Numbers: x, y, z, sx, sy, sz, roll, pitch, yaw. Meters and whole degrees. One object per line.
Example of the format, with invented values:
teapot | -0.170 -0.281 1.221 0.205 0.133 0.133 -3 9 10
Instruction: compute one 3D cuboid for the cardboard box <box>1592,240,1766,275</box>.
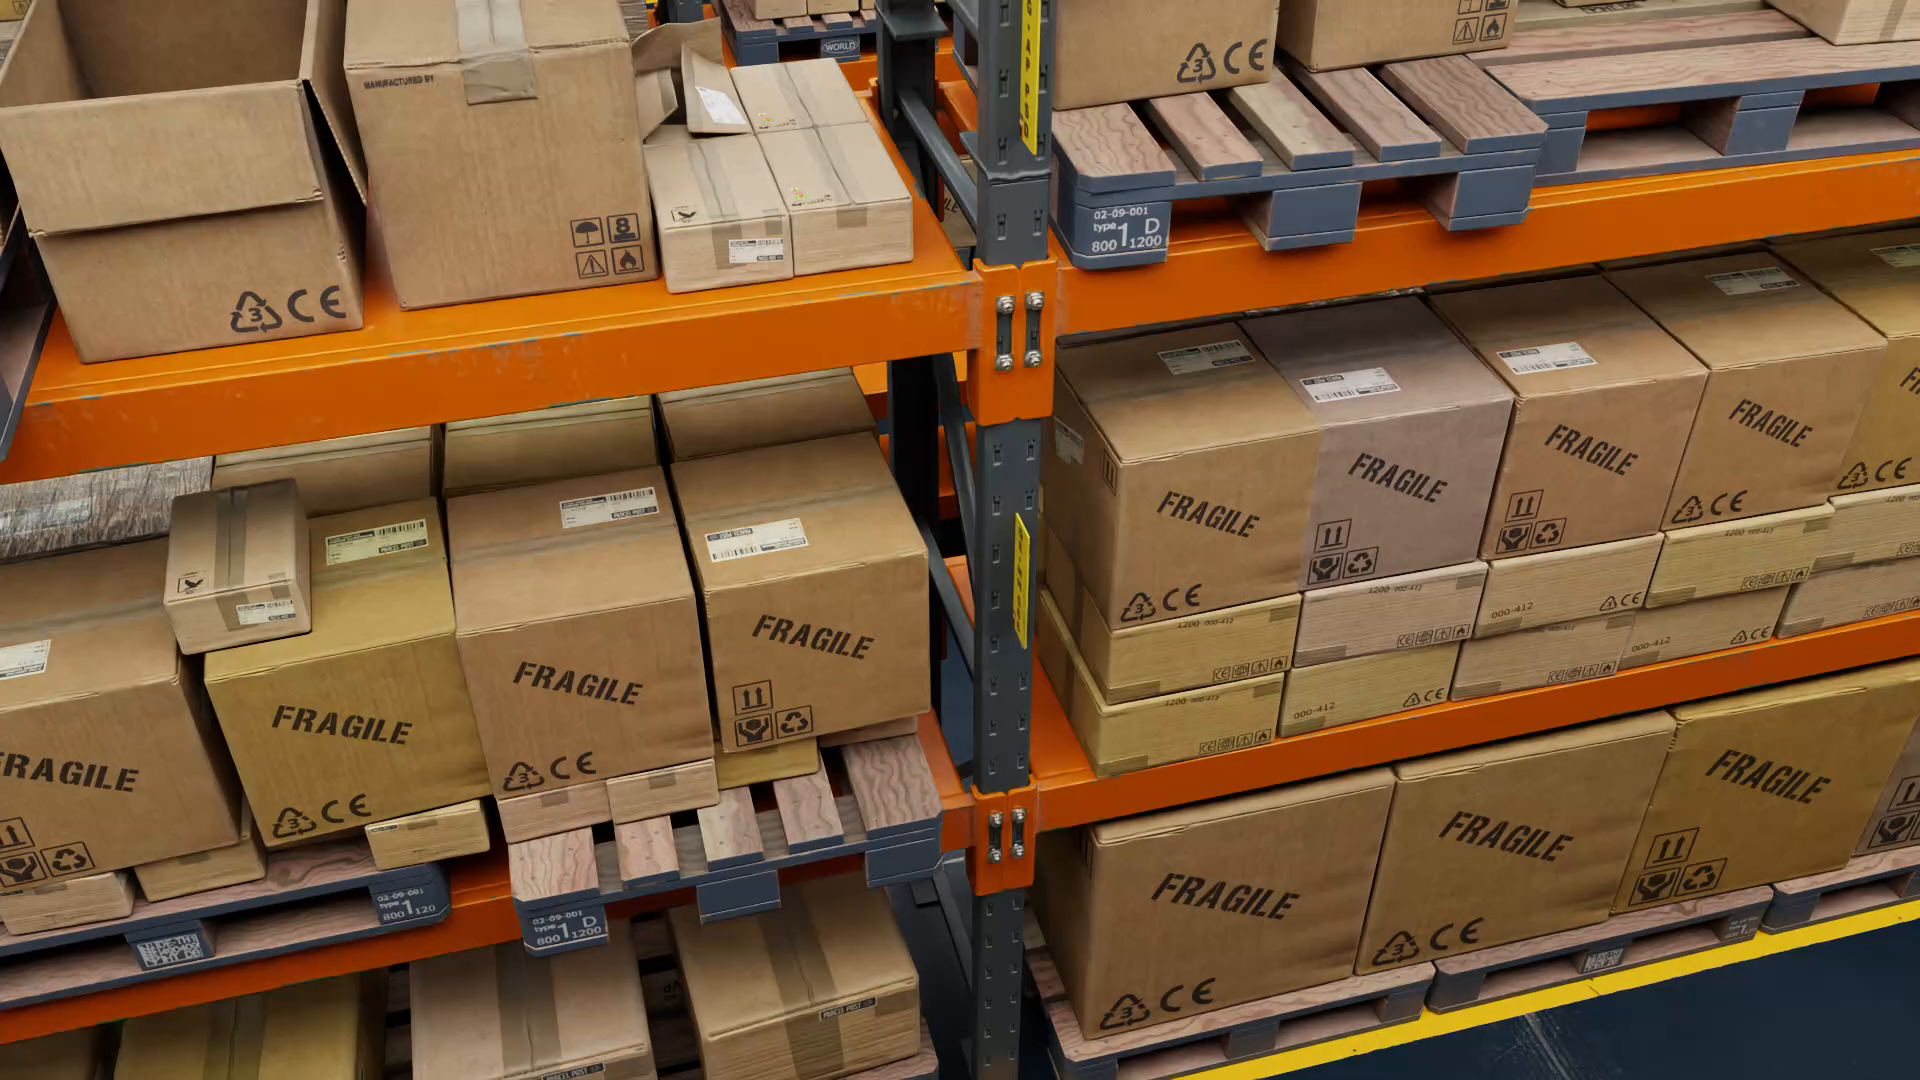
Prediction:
cardboard box | 1.883 -0.703 4.795 0.500 0.500 0.500 -10 39 -13

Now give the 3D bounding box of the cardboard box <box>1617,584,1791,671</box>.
cardboard box | 2.000 0.084 4.795 0.500 0.250 0.500 -9 38 -12

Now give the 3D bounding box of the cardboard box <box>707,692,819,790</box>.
cardboard box | -0.508 0.414 4.101 0.250 0.149 0.380 -9 38 -11

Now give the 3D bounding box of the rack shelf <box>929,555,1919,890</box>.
rack shelf | 1.918 0.175 5.145 4.000 0.370 1.077 -9 38 -12

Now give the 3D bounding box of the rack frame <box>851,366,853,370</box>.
rack frame | -0.484 -0.367 6.804 0.032 1.125 0.500 -9 38 -12

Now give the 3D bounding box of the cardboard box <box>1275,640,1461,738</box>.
cardboard box | 1.016 0.244 4.586 0.500 0.250 0.500 -10 39 -13

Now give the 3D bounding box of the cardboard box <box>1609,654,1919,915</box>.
cardboard box | 2.401 0.542 5.475 0.875 0.875 0.875 -8 38 -11

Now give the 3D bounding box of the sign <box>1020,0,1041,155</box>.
sign | 0.126 -0.872 3.027 0.005 0.325 0.100 -9 38 -12

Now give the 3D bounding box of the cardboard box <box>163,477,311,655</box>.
cardboard box | -1.519 0.048 3.511 0.250 0.149 0.380 -11 39 -14

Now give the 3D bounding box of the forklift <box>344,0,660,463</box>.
forklift | -2.450 -0.913 6.031 3.031 2.935 1.130 -6 38 -8

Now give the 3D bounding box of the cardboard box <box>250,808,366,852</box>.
cardboard box | -1.522 0.533 3.946 0.250 0.149 0.380 -9 38 -12

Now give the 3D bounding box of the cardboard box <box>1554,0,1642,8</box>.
cardboard box | 1.613 -1.641 4.030 0.500 0.500 0.500 -9 38 -12

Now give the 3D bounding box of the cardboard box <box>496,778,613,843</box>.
cardboard box | -0.985 0.515 3.969 0.250 0.149 0.380 -11 39 -14

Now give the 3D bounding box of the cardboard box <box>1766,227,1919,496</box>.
cardboard box | 2.491 -0.491 4.518 0.500 0.500 0.500 -8 38 -11

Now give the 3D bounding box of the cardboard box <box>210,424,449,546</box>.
cardboard box | -1.520 -0.008 4.119 0.500 0.500 0.500 -9 38 -11

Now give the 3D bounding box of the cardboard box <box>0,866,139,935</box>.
cardboard box | -1.993 0.680 3.753 0.250 0.149 0.380 -8 38 -10

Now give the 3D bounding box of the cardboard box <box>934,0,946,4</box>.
cardboard box | -0.137 -2.830 8.342 0.250 0.149 0.380 -8 38 -10

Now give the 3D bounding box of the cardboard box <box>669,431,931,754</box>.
cardboard box | -0.379 0.116 3.956 0.500 0.500 0.500 -10 39 -13

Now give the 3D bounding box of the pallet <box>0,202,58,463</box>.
pallet | -2.251 -0.479 3.093 1.003 0.211 1.213 -9 38 -12

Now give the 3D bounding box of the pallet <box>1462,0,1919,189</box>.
pallet | 1.674 -1.222 4.066 1.213 0.211 1.003 -8 38 -10

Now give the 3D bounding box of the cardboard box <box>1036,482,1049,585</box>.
cardboard box | 0.388 -0.159 4.701 0.500 0.250 0.500 -9 38 -12

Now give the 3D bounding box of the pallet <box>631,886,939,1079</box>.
pallet | -0.768 1.436 5.198 1.213 0.211 1.003 -9 38 -12

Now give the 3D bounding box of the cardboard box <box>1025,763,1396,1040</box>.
cardboard box | 0.675 0.822 5.109 0.875 0.875 0.875 -10 38 -12

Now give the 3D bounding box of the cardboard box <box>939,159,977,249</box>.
cardboard box | -0.167 -1.900 8.976 0.500 0.500 0.500 -9 38 -11

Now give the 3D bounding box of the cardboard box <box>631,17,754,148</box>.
cardboard box | -0.608 -0.941 3.654 0.258 0.266 0.396 -9 38 -12

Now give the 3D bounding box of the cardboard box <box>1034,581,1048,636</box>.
cardboard box | 0.407 0.033 4.861 0.500 0.250 0.500 -11 39 -14

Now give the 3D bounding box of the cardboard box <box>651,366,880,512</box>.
cardboard box | -0.508 -0.183 4.348 0.500 0.500 0.500 -10 39 -13

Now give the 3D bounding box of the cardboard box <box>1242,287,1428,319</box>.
cardboard box | 0.911 -0.552 4.598 0.500 0.500 0.500 -9 38 -11

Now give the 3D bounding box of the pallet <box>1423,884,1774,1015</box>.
pallet | 1.943 1.042 5.714 1.213 0.211 1.003 -9 38 -12

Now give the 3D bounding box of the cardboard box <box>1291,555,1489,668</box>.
cardboard box | 1.040 0.050 4.427 0.500 0.250 0.500 -8 38 -11

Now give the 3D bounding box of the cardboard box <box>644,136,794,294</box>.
cardboard box | -0.500 -0.668 3.393 0.250 0.149 0.380 -9 38 -12

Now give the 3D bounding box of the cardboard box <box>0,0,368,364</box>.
cardboard box | -1.478 -0.768 3.231 0.637 0.503 0.797 -9 38 -12

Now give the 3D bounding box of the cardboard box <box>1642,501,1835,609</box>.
cardboard box | 2.017 -0.094 4.616 0.500 0.250 0.500 -9 38 -11

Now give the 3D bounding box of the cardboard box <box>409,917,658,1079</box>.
cardboard box | -1.271 1.288 4.914 0.625 0.372 0.950 -10 39 -13

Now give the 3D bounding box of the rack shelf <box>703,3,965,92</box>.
rack shelf | 0.530 -2.713 8.919 4.000 0.370 1.077 -9 38 -12

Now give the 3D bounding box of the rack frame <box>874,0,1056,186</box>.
rack frame | -0.013 -2.177 2.689 0.127 3.000 1.000 -9 38 -12

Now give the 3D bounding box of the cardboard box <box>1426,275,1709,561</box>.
cardboard box | 1.507 -0.323 4.298 0.500 0.500 0.500 -8 38 -11

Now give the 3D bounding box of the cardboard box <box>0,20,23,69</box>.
cardboard box | -4.198 -2.093 7.436 0.500 0.500 0.500 -9 38 -12

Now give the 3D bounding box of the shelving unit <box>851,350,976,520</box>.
shelving unit | 0.007 -0.448 6.910 1.048 1.125 0.538 -9 38 -12

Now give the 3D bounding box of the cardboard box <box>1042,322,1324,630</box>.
cardboard box | 0.527 -0.166 4.092 0.500 0.500 0.500 -11 39 -13

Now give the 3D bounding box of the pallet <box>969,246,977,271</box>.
pallet | 0.529 -1.888 9.544 1.213 0.211 1.003 -9 38 -12

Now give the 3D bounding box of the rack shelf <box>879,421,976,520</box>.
rack shelf | 0.007 -0.254 7.058 1.000 0.278 0.538 -9 38 -12

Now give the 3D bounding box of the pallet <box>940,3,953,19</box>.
pallet | 0.499 -2.943 8.786 1.213 0.211 1.003 -9 38 -12

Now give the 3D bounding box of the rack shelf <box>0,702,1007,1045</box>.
rack shelf | -1.944 0.809 4.316 4.000 0.370 1.077 -9 38 -12

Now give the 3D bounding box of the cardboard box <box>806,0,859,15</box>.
cardboard box | -0.658 -2.743 8.229 0.250 0.149 0.380 -8 38 -10

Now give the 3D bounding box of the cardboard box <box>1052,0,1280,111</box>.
cardboard box | 0.312 -1.341 3.635 0.637 0.503 0.797 -12 39 -15

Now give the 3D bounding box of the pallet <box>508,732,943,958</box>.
pallet | -0.673 0.458 4.341 1.003 0.211 1.213 -9 38 -12

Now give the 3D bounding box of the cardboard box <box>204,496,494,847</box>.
cardboard box | -1.363 0.285 3.735 0.500 0.500 0.500 -12 39 -15

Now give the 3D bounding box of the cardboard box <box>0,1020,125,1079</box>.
cardboard box | -2.676 1.516 4.616 0.625 0.372 0.950 -7 38 -9
